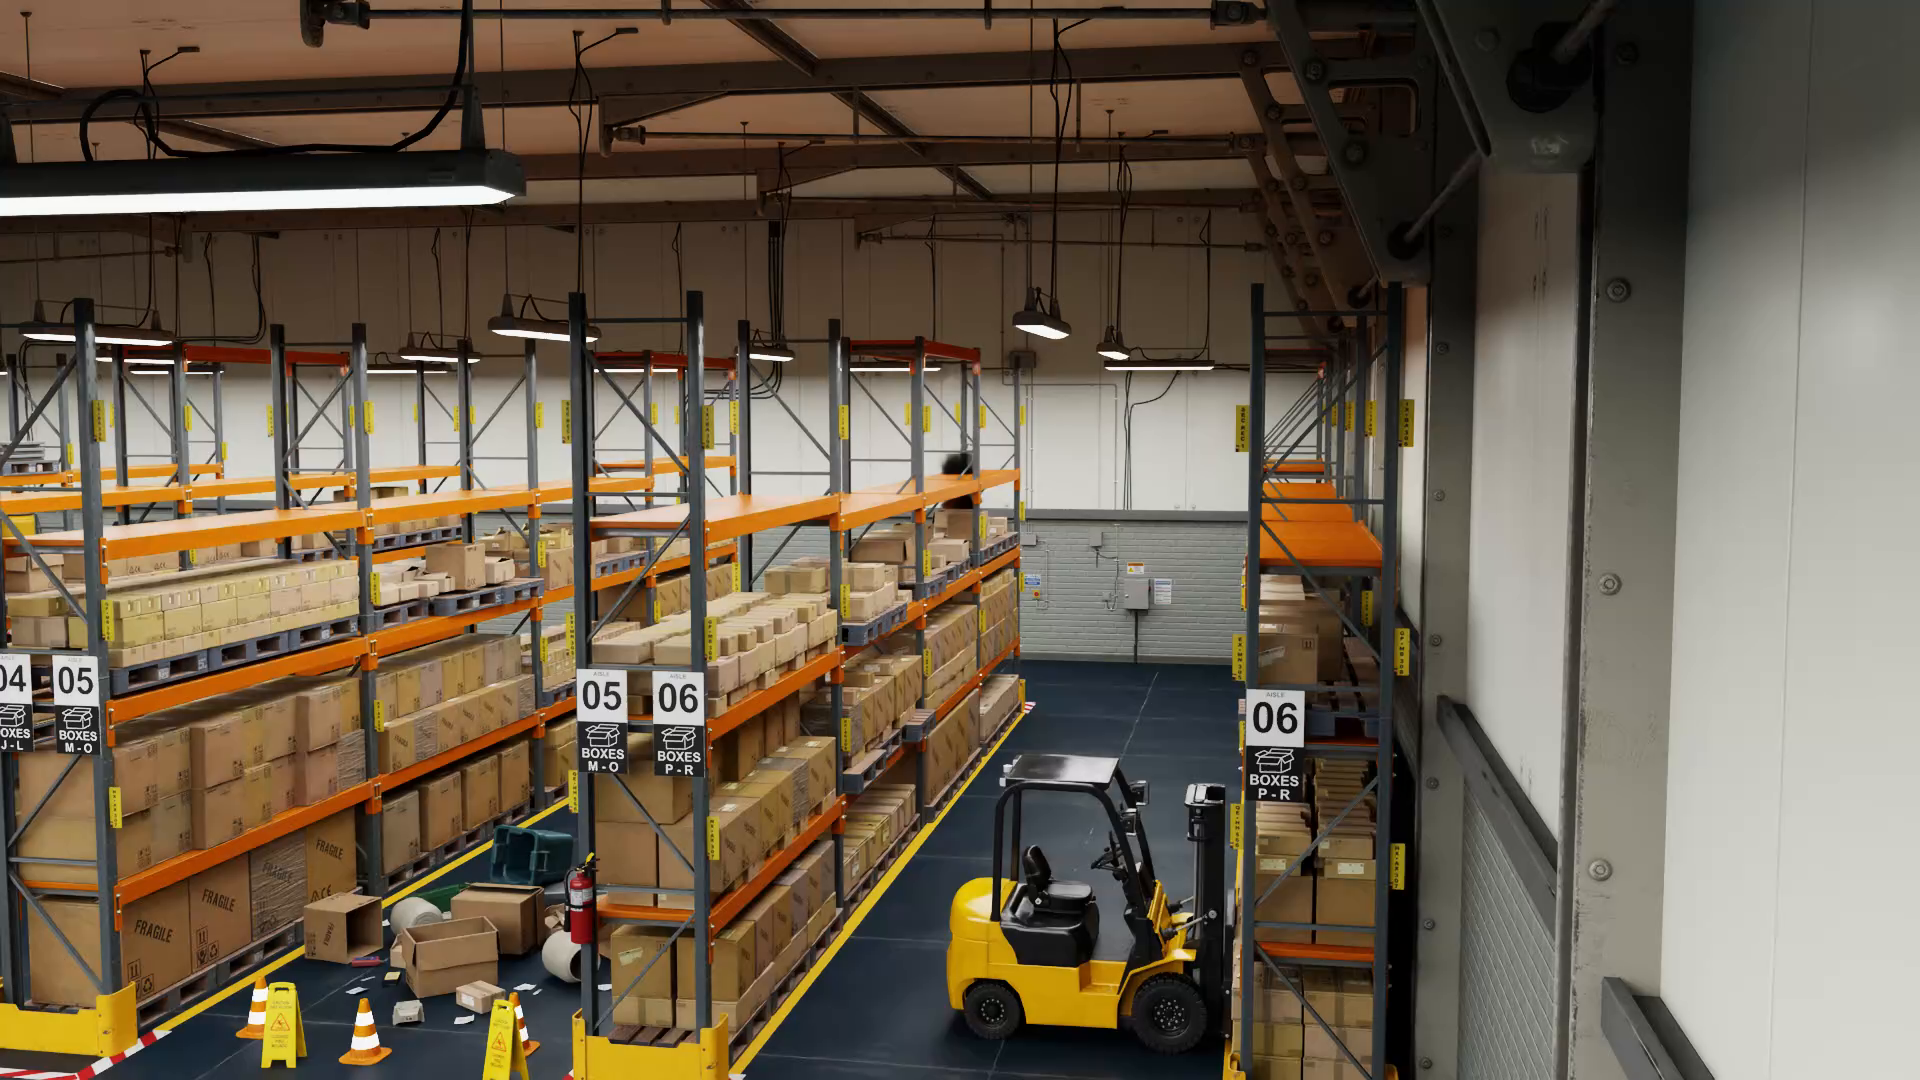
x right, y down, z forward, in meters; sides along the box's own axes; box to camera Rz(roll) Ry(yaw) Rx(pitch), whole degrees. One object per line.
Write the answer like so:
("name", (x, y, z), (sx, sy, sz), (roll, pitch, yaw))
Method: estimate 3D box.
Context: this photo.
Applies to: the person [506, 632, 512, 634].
("person", (-6.787, 2.268, 25.206), (0.729, 1.785, 0.835), (1, 5, 7))
